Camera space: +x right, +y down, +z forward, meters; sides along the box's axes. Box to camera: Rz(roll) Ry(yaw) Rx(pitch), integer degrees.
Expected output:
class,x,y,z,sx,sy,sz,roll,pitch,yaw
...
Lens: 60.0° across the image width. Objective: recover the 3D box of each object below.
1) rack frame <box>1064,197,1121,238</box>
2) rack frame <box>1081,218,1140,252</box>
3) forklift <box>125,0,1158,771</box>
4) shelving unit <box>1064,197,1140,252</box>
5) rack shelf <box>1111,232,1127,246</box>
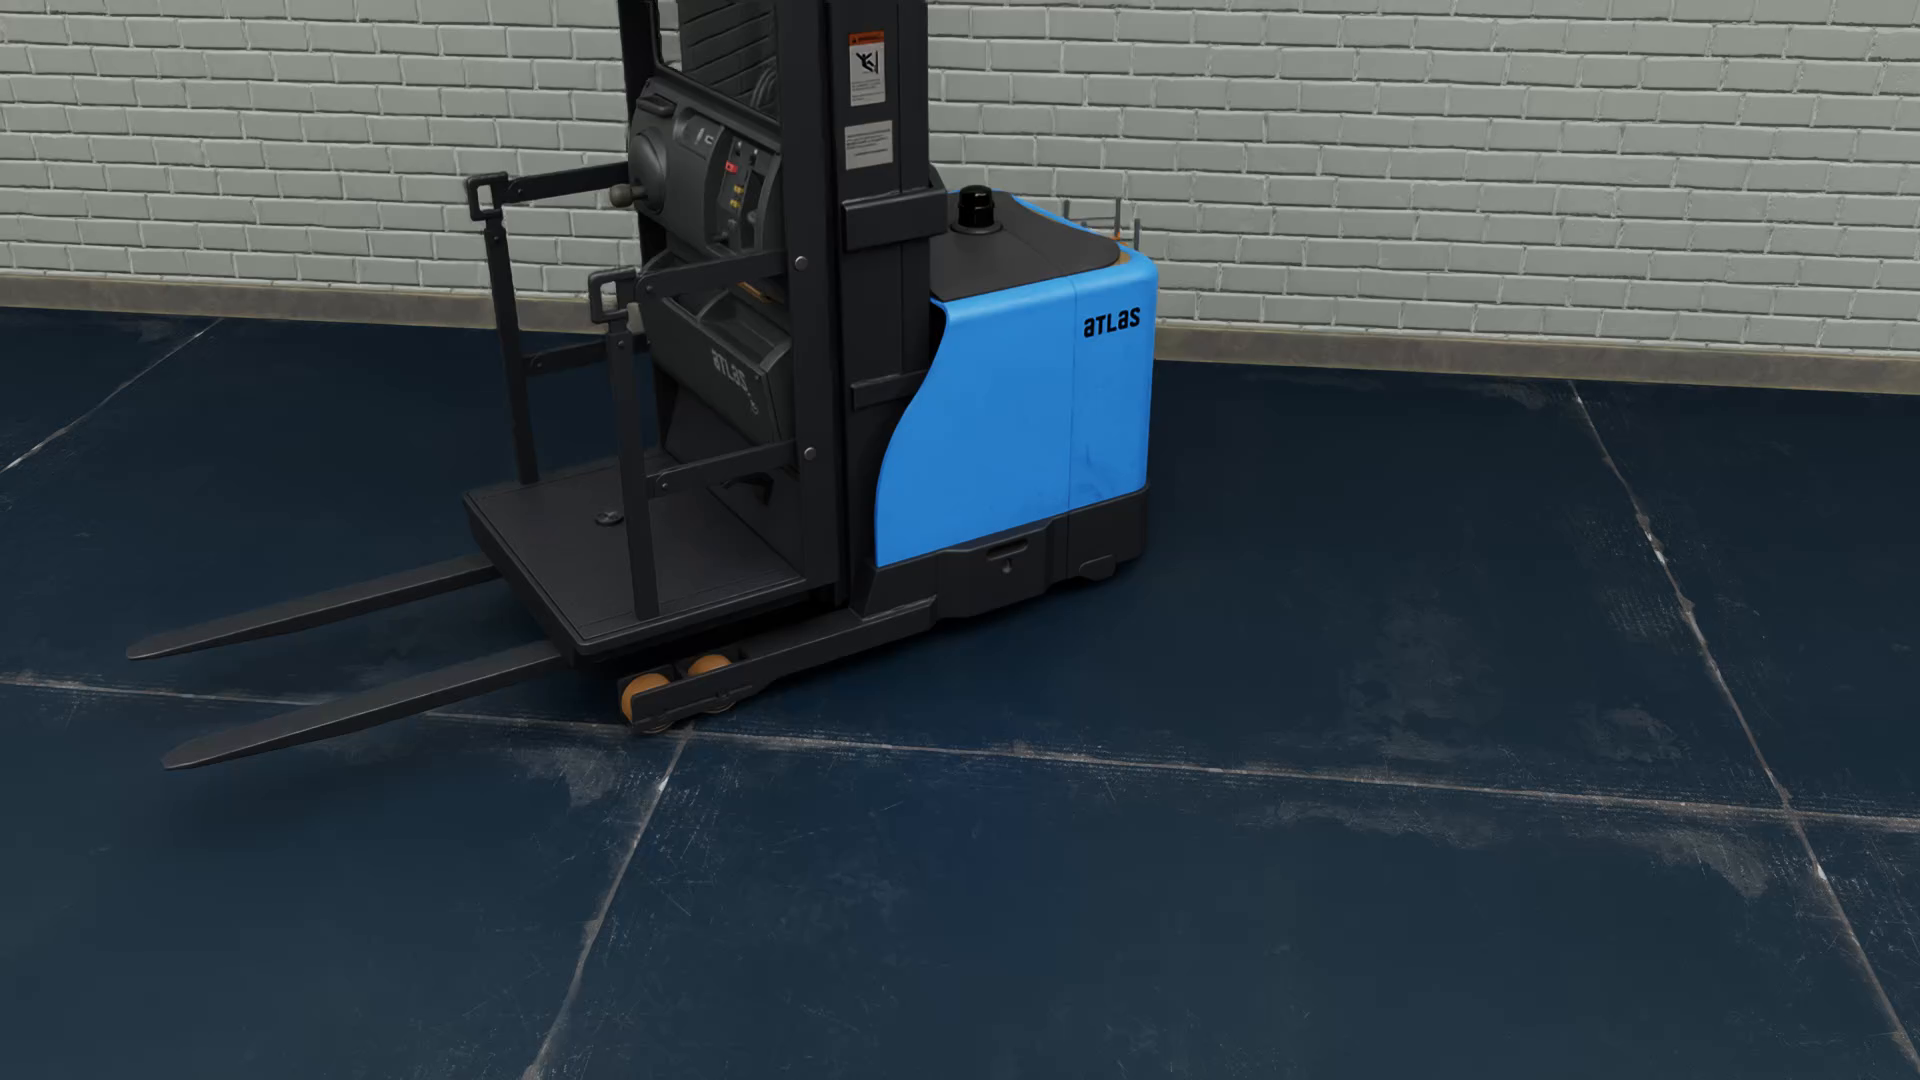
class,x,y,z,sx,sy,sz,roll,pitch,yaw
rack frame,0.456,-0.710,5.961,0.200,1.050,0.008,-5,29,-9
rack frame,0.499,-0.596,5.750,0.200,1.050,0.008,-5,29,-9
forklift,-0.899,-1.027,4.566,3.031,2.935,1.130,-16,32,-28
shelving unit,0.477,-0.653,5.856,0.215,1.050,0.252,-5,29,-9
rack shelf,0.477,-0.894,5.726,0.215,0.259,0.240,-5,29,-9
